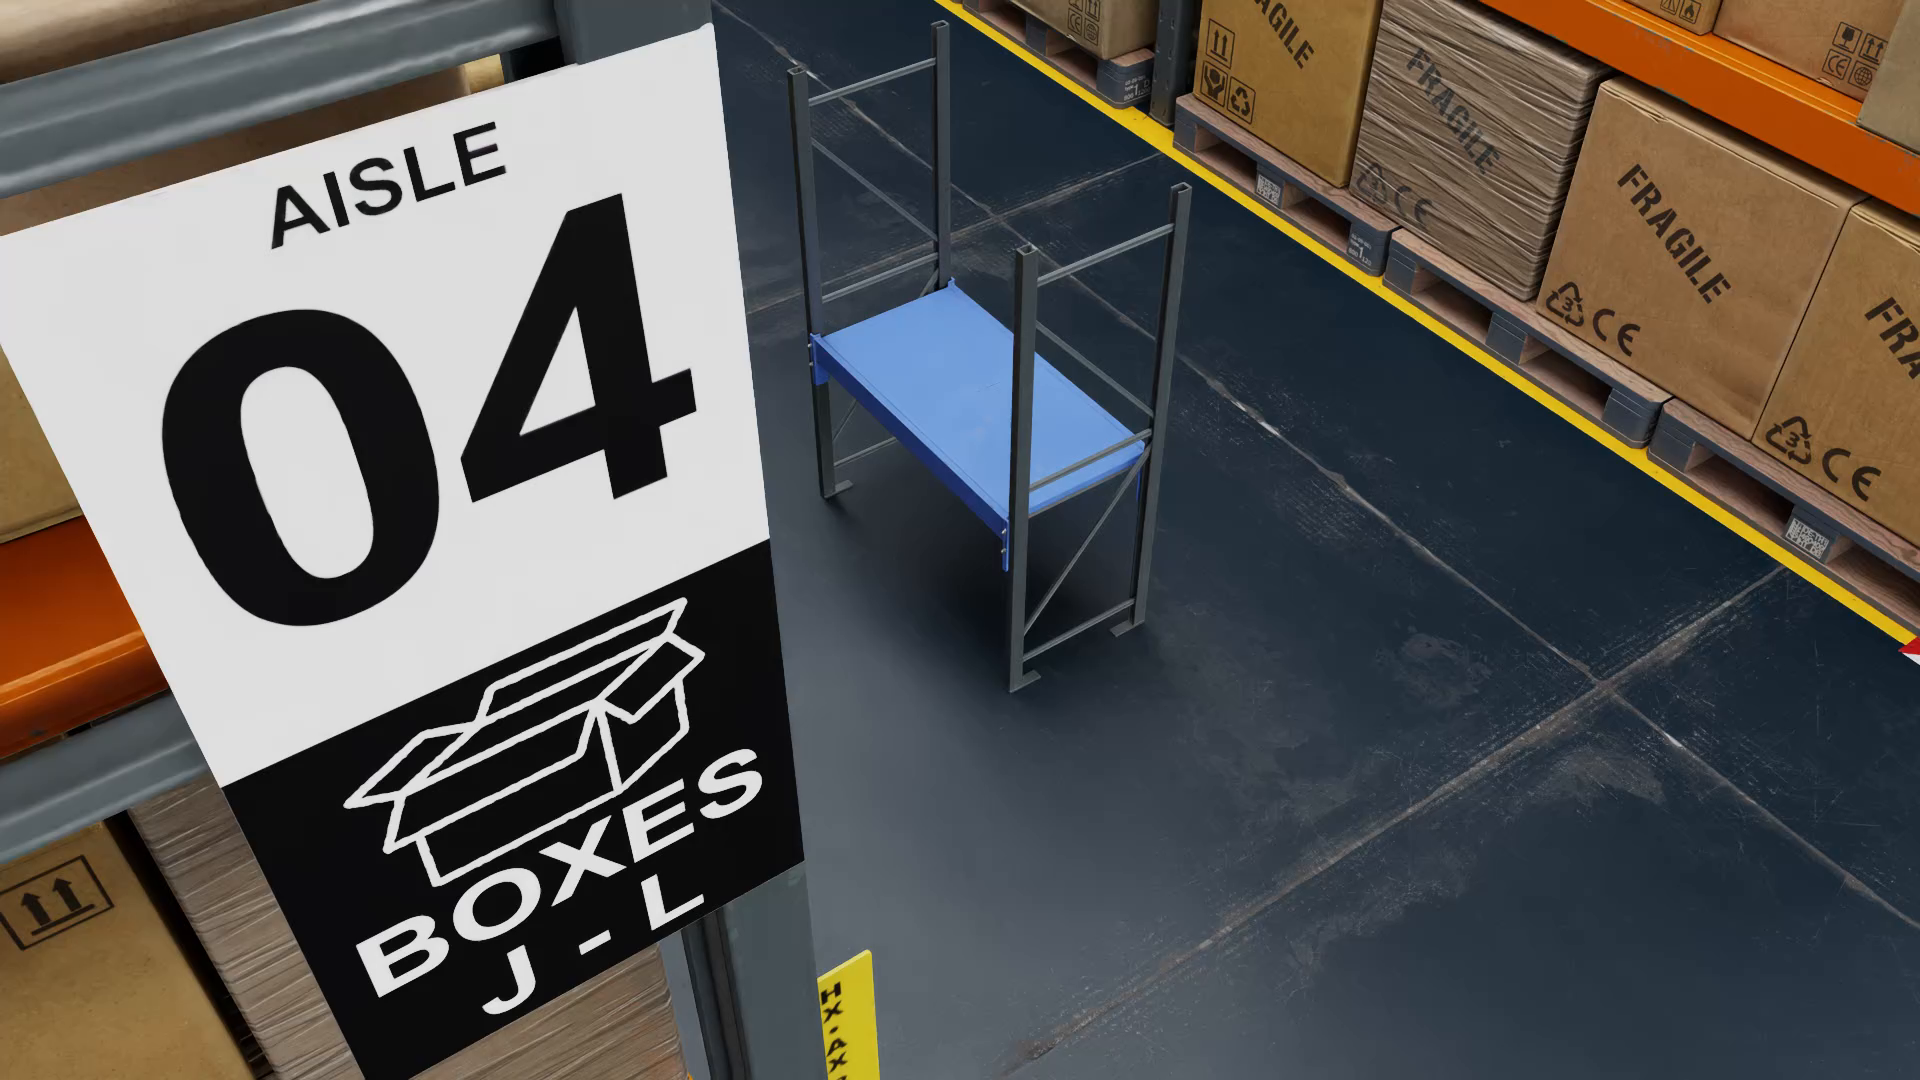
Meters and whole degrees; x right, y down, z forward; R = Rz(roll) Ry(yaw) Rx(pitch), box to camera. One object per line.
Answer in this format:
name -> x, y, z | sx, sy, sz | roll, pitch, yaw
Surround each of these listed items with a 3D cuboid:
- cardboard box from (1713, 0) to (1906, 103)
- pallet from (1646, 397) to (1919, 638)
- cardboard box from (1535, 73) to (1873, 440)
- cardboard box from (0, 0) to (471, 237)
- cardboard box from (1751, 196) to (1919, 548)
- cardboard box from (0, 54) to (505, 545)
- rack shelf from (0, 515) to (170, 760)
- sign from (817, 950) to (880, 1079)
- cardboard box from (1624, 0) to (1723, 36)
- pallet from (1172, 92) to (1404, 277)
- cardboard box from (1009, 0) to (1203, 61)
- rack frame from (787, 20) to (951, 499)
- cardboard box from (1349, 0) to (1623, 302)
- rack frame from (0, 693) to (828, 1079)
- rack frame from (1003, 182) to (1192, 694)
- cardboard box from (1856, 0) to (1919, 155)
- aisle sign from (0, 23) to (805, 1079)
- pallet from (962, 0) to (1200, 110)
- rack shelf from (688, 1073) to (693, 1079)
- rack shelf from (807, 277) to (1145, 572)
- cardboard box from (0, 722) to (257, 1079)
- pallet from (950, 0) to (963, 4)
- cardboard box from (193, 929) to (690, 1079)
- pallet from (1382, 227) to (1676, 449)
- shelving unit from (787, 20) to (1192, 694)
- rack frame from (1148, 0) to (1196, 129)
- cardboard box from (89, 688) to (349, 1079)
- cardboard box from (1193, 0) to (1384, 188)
cardboard box -> 2.745, -1.719, 4.770 | 0.875, 0.550, 0.550 | -26, 49, -24
pallet -> 3.023, -0.217, 5.324 | 1.003, 0.211, 1.213 | -26, 49, -24
cardboard box -> 2.598, -1.042, 5.404 | 0.875, 0.875, 0.875 | -26, 50, -25
cardboard box -> -0.549, -0.323, 1.064 | 0.380, 0.149, 0.250 | -26, 49, -25
cardboard box -> 3.103, -0.545, 4.883 | 0.875, 0.875, 0.875 | -25, 49, -24
cardboard box -> -0.645, -0.307, 1.335 | 0.500, 0.250, 0.500 | -24, 49, -23
rack shelf -> -1.725, -0.859, 2.326 | 1.077, 0.370, 4.000 | -26, 49, -24
sign -> -0.136, 0.571, 1.852 | 0.100, 0.325, 0.005 | -26, 49, -24
cardboard box -> 2.408, -2.003, 5.067 | 0.875, 0.550, 0.500 | -26, 49, -24
pallet -> 1.627, -1.598, 6.772 | 1.003, 0.211, 1.213 | -26, 49, -24
cardboard box -> 0.828, -2.723, 7.255 | 1.050, 0.750, 0.750 | -26, 49, -25
rack frame -> -0.242, -0.782, 4.983 | 0.500, 1.500, 0.032 | -26, 49, -24
cardboard box -> 2.078, -1.559, 5.946 | 0.875, 0.875, 0.875 | -25, 49, -24
rack frame -> -0.581, 1.099, 1.927 | 1.000, 3.000, 0.127 | -26, 49, -24
rack frame -> 0.340, -0.206, 4.380 | 0.500, 1.500, 0.032 | -26, 49, -24
cardboard box -> 2.963, -1.353, 4.386 | 0.875, 0.550, 0.550 | -26, 49, -24
aisle sign -> -0.300, 0.075, 1.116 | 0.394, 0.787, 0.004 | -26, 49, -24
pallet -> 0.753, -2.467, 7.682 | 1.003, 0.211, 1.213 | -26, 49, -24
rack shelf -> -1.725, 0.226, 3.362 | 1.077, 0.370, 4.000 | -26, 49, -24
rack shelf -> 0.049, -0.364, 4.806 | 0.538, 0.185, 1.000 | -26, 49, -24
cardboard box -> -1.099, 0.380, 1.668 | 0.500, 0.500, 0.500 | -26, 49, -24
pallet -> 0.051, -3.159, 8.406 | 1.003, 0.211, 1.213 | -26, 49, -24
cardboard box -> -0.873, 0.633, 2.127 | 0.875, 0.500, 0.500 | -26, 49, -24
pallet -> 2.329, -0.907, 6.047 | 1.003, 0.211, 1.213 | -26, 49, -24
shelving unit -> 0.049, -0.494, 4.682 | 0.538, 1.500, 1.048 | -26, 49, -24
rack frame -> 1.256, -3.069, 6.292 | 1.000, 3.000, 0.127 | -26, 49, -24
cardboard box -> -0.672, 0.174, 1.883 | 0.500, 0.500, 0.500 | -26, 49, -24
cardboard box -> 1.559, -2.068, 6.479 | 0.875, 0.875, 0.875 | -25, 49, -24
